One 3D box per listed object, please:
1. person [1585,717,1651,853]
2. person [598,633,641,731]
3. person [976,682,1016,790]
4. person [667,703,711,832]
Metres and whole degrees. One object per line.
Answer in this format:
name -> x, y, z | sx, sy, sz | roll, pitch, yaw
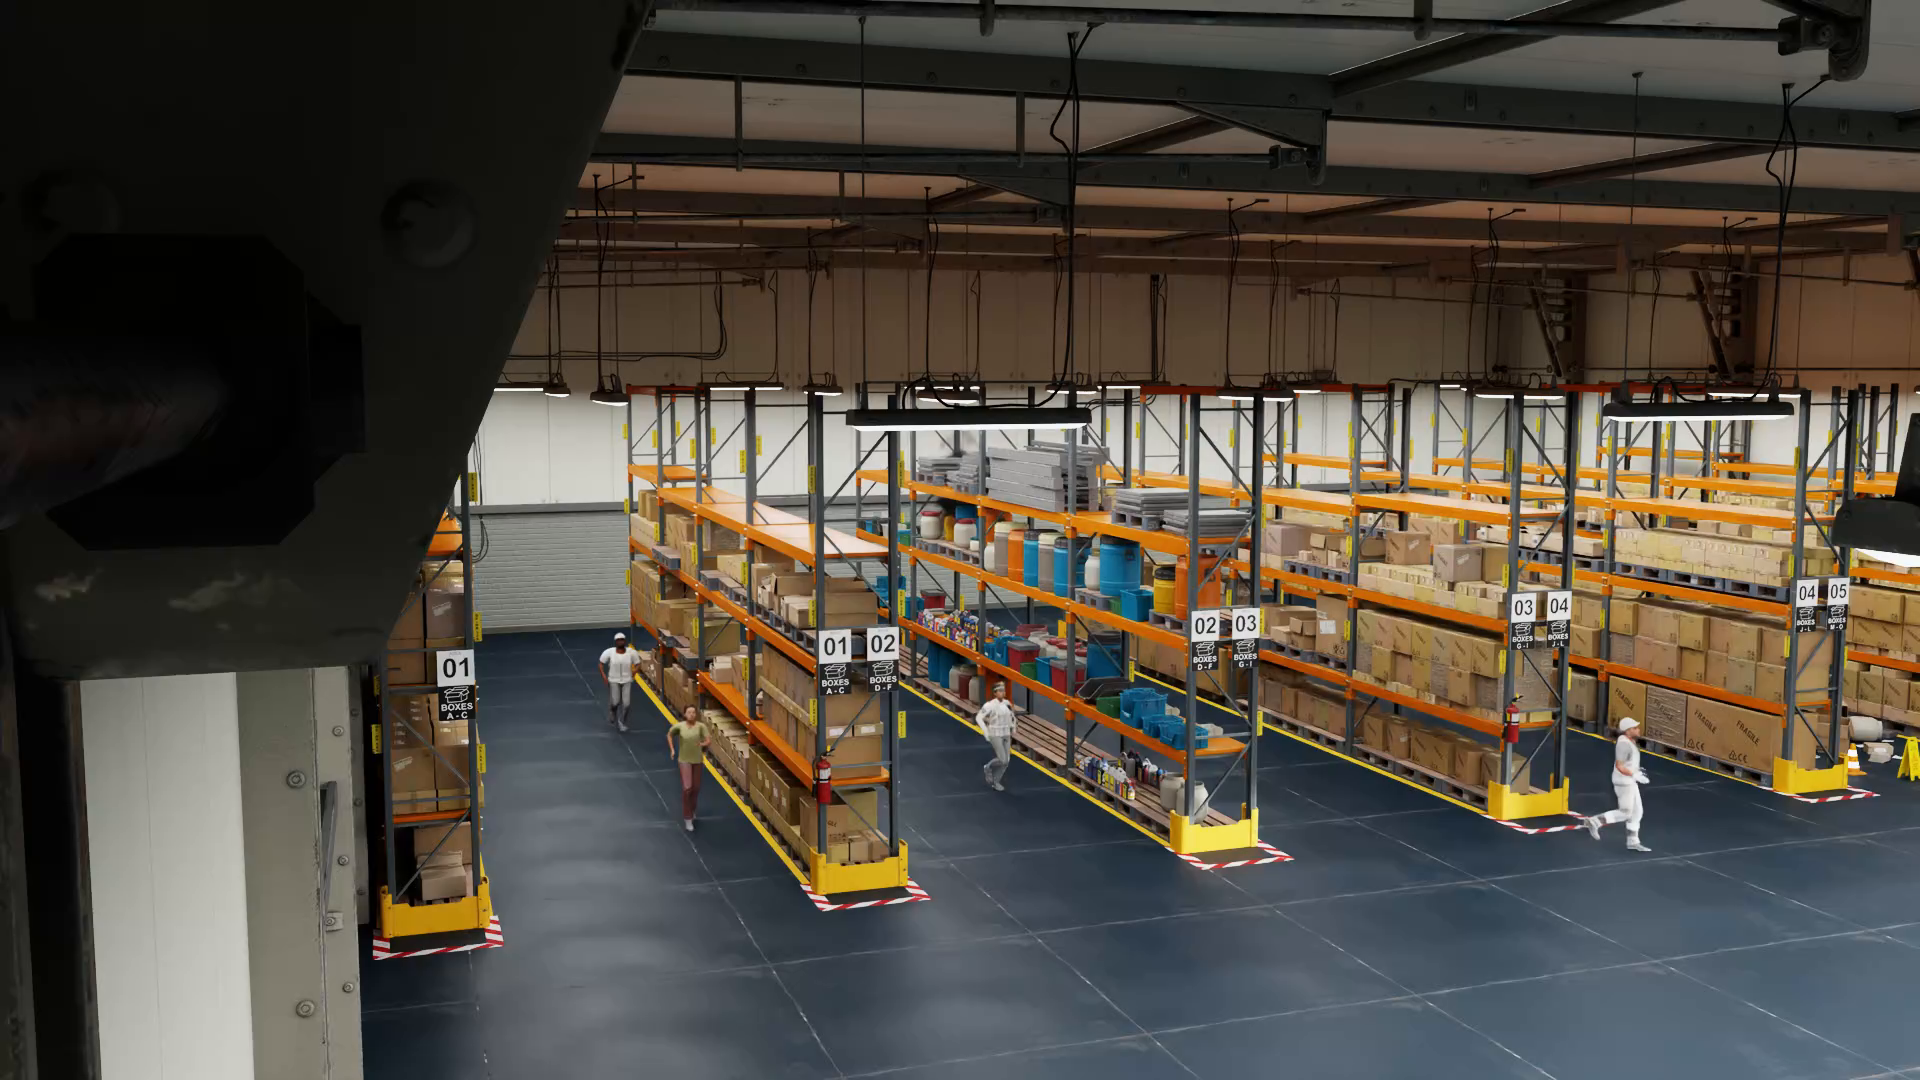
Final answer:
person -> 8.706, 3.205, 21.916 | 0.820, 1.775, 0.662 | 3, 7, 27
person -> -5.931, 2.477, 29.072 | 0.730, 1.726, 0.594 | -2, 6, -16
person -> 0.613, 2.940, 24.902 | 0.608, 1.656, 0.538 | -4, 7, -33
person -> -3.744, 3.115, 23.086 | 0.550, 1.726, 0.755 | -2, 6, -22
